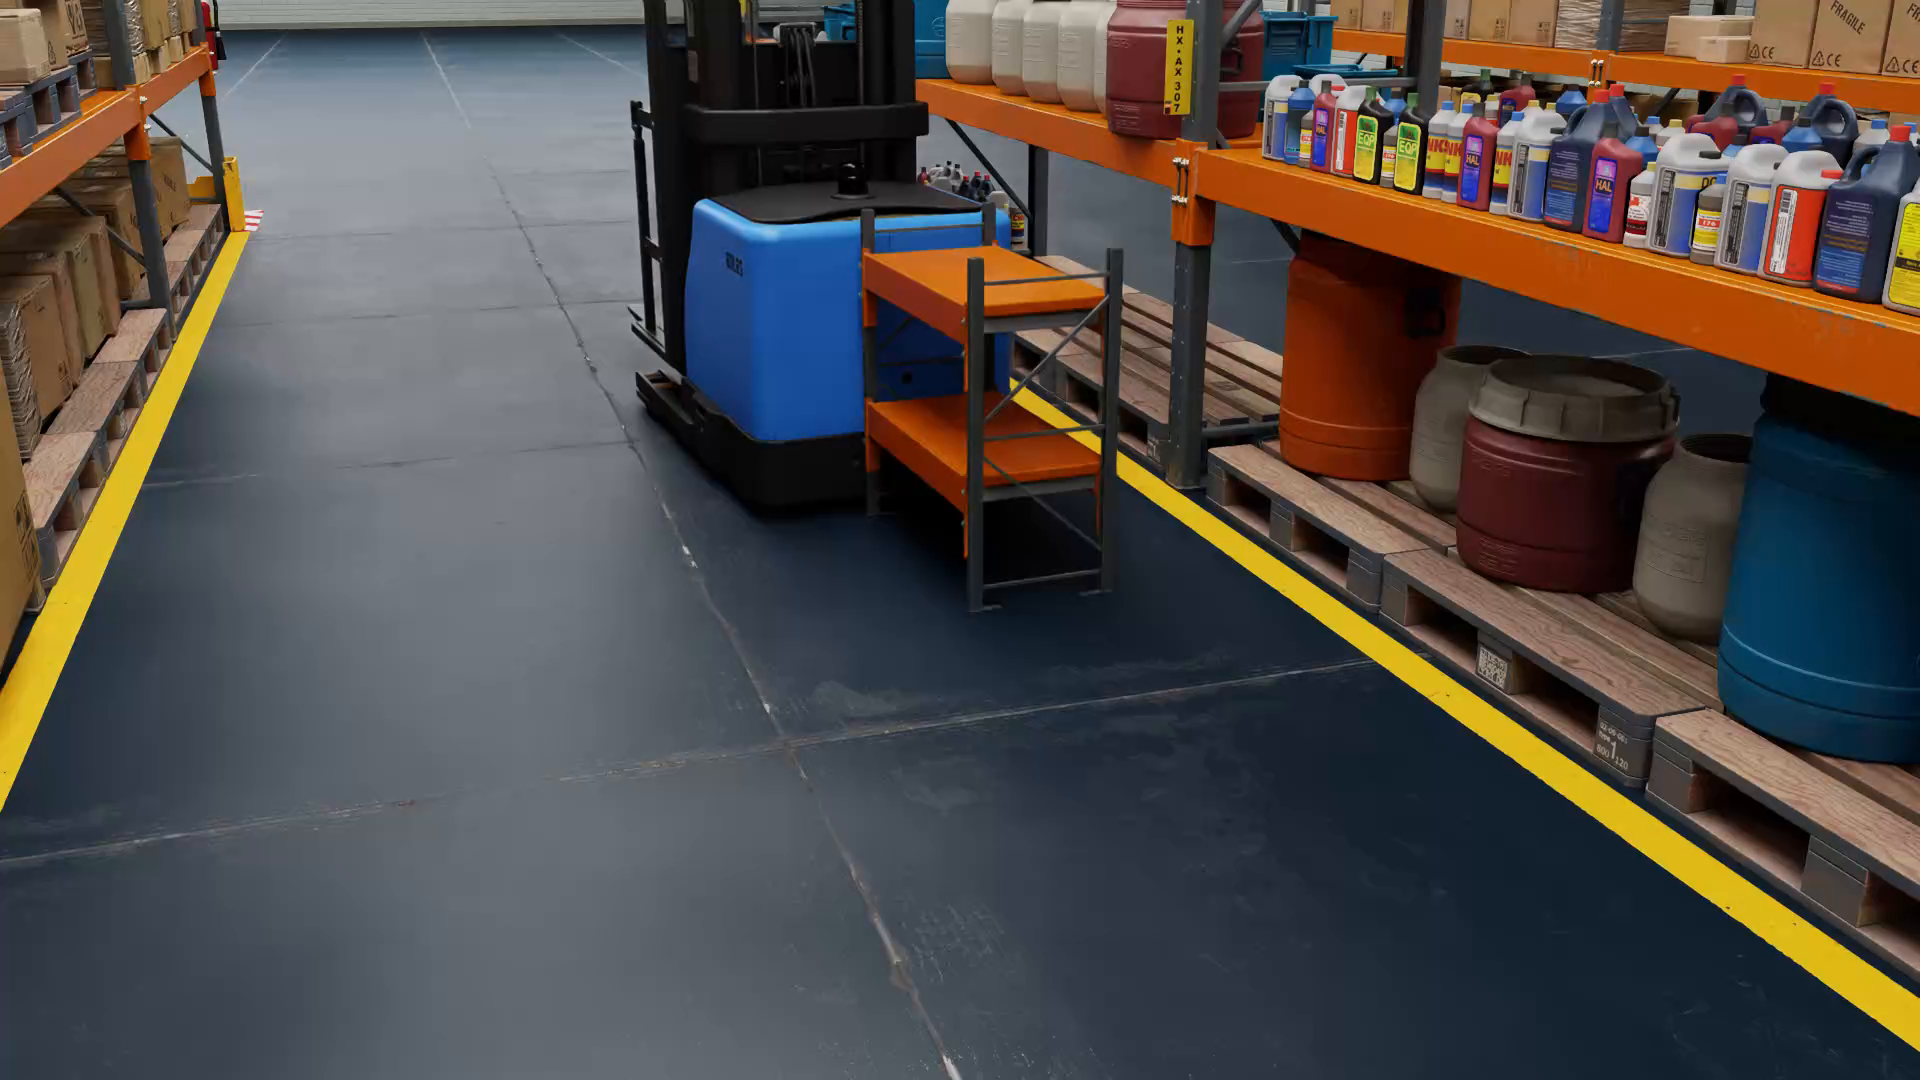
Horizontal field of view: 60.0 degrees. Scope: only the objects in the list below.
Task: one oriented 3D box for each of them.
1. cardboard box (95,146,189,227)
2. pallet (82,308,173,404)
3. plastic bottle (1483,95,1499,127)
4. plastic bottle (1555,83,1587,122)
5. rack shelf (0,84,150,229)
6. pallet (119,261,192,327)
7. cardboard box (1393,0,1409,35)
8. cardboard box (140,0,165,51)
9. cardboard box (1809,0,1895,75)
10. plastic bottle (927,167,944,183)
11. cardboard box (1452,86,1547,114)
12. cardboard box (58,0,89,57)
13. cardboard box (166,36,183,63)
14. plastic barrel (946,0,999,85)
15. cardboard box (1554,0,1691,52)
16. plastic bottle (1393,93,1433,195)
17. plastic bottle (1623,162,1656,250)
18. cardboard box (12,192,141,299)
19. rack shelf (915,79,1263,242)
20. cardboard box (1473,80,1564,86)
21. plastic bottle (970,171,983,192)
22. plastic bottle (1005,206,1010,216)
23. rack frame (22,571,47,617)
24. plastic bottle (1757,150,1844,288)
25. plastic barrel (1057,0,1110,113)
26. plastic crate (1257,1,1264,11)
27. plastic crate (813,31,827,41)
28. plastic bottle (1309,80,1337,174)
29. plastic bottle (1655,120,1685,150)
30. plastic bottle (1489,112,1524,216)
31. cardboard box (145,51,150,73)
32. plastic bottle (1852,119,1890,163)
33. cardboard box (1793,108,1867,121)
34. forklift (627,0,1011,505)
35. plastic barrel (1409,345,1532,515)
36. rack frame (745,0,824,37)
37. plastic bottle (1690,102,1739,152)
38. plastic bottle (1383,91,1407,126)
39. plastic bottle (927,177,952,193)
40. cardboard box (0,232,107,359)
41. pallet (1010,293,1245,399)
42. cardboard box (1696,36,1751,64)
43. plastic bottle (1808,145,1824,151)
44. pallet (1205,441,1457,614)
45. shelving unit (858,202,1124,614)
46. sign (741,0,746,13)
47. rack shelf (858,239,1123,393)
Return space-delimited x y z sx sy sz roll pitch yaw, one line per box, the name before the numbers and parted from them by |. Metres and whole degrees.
cardboard box | -5.516 -2.340 11.069 0.500 0.500 0.500 -1 20 -3
pallet | -4.414 -0.863 8.007 1.003 0.211 1.213 -6 21 -17
plastic bottle | 1.851 -1.451 5.812 0.097 0.201 0.097 0 20 0
plastic bottle | 1.984 -1.347 5.420 0.097 0.271 0.097 0 20 0
rack shelf | -4.031 -1.445 6.566 1.077 0.370 4.000 -6 21 -17
pallet | -4.904 -1.325 9.292 1.003 0.211 1.213 -6 21 -17
cardboard box | 3.943 -4.328 13.381 0.700 0.500 0.500 -6 21 -17
cardboard box | -4.866 -2.927 9.041 0.875 0.500 0.500 -6 21 -17
cardboard box | 5.295 -2.946 9.532 0.500 0.500 0.500 -6 21 -17
plastic bottle | -0.168 -2.534 11.911 0.152 0.276 0.135 -6 21 -17
cardboard box | 4.086 -3.180 12.670 0.500 0.500 0.500 -6 21 -17
cardboard box | -4.543 -2.635 7.307 1.000 1.000 1.000 -6 21 -17
cardboard box | -5.060 -3.051 10.344 0.380 0.149 0.250 -6 21 -17
plastic barrel | 0.135 -2.685 8.753 0.433 0.535 0.433 0 20 0
cardboard box | 4.600 -3.665 11.536 0.700 0.500 0.500 -7 21 -19
plastic bottle | 1.345 -1.169 4.907 0.061 0.283 0.133 -6 21 -17
plastic bottle | 1.675 -0.814 4.038 0.097 0.201 0.097 0 20 0
cardboard box | -4.747 -1.579 8.952 0.500 0.500 0.500 -7 21 -19
rack shelf | 0.671 -1.971 8.031 1.077 0.370 4.000 -6 21 -17
cardboard box | 4.424 -3.396 13.271 0.500 0.500 0.500 -6 21 -17
plastic bottle | 0.123 -2.275 11.082 0.144 0.351 0.185 -7 21 -19
plastic bottle | 0.326 -2.023 10.600 0.097 0.201 0.097 0 20 0
rack frame | -3.402 -1.141 4.657 1.000 3.000 0.127 -6 21 -17
plastic bottle | 1.853 -0.697 3.603 0.152 0.276 0.135 -6 21 -17
plastic barrel | 0.641 -2.163 7.336 0.421 0.512 0.421 0 20 0
plastic crate | 1.082 -2.249 7.646 0.402 0.464 0.583 -6 21 -17
plastic crate | -0.708 -3.321 11.116 0.530 0.136 0.437 -6 21 -17
plastic bottle | 1.189 -1.329 5.353 0.061 0.283 0.133 -6 21 -17
plastic bottle | 2.137 -1.158 4.997 0.097 0.201 0.097 0 20 0
plastic bottle | 1.502 -1.023 4.518 0.097 0.271 0.097 0 20 0
cardboard box | -4.613 -2.567 8.997 0.380 0.149 0.250 -6 21 -17
plastic bottle | 2.368 -0.955 4.330 0.097 0.271 0.097 0 20 0
cardboard box | 8.322 -3.998 15.936 0.500 0.311 0.500 -9 22 -23
forklift | -0.831 -1.967 7.057 1.130 2.935 3.031 -8 21 -21
plastic barrel | 1.732 -0.368 5.562 0.421 0.512 0.421 0 20 0
rack frame | -1.215 -4.235 13.270 1.000 3.000 0.127 -6 21 -17
plastic bottle | 2.112 -1.087 4.678 0.061 0.283 0.133 -6 21 -17
plastic bottle | 1.342 -1.252 5.155 0.097 0.271 0.097 0 20 0
plastic bottle | -0.143 -2.353 11.408 0.152 0.276 0.135 -6 21 -17
cardboard box | -4.355 -1.101 7.592 0.700 0.500 0.500 -7 21 -18
pallet | 0.713 -0.999 8.385 1.003 0.211 1.213 -6 21 -17
cardboard box | 4.830 -3.052 10.348 0.380 0.149 0.250 -6 21 -17
plastic bottle | 1.923 -0.757 3.777 0.097 0.271 0.097 0 20 0
pallet | 1.587 -0.107 5.902 1.003 0.211 1.213 -6 21 -17
shelving unit | 0.075 -0.490 5.617 0.538 1.125 1.048 -8 21 -20
sign | -1.739 -4.308 13.064 0.100 0.325 0.005 -6 21 -17
rack shelf | 0.075 -0.766 5.518 0.538 0.278 1.000 -8 21 -20
